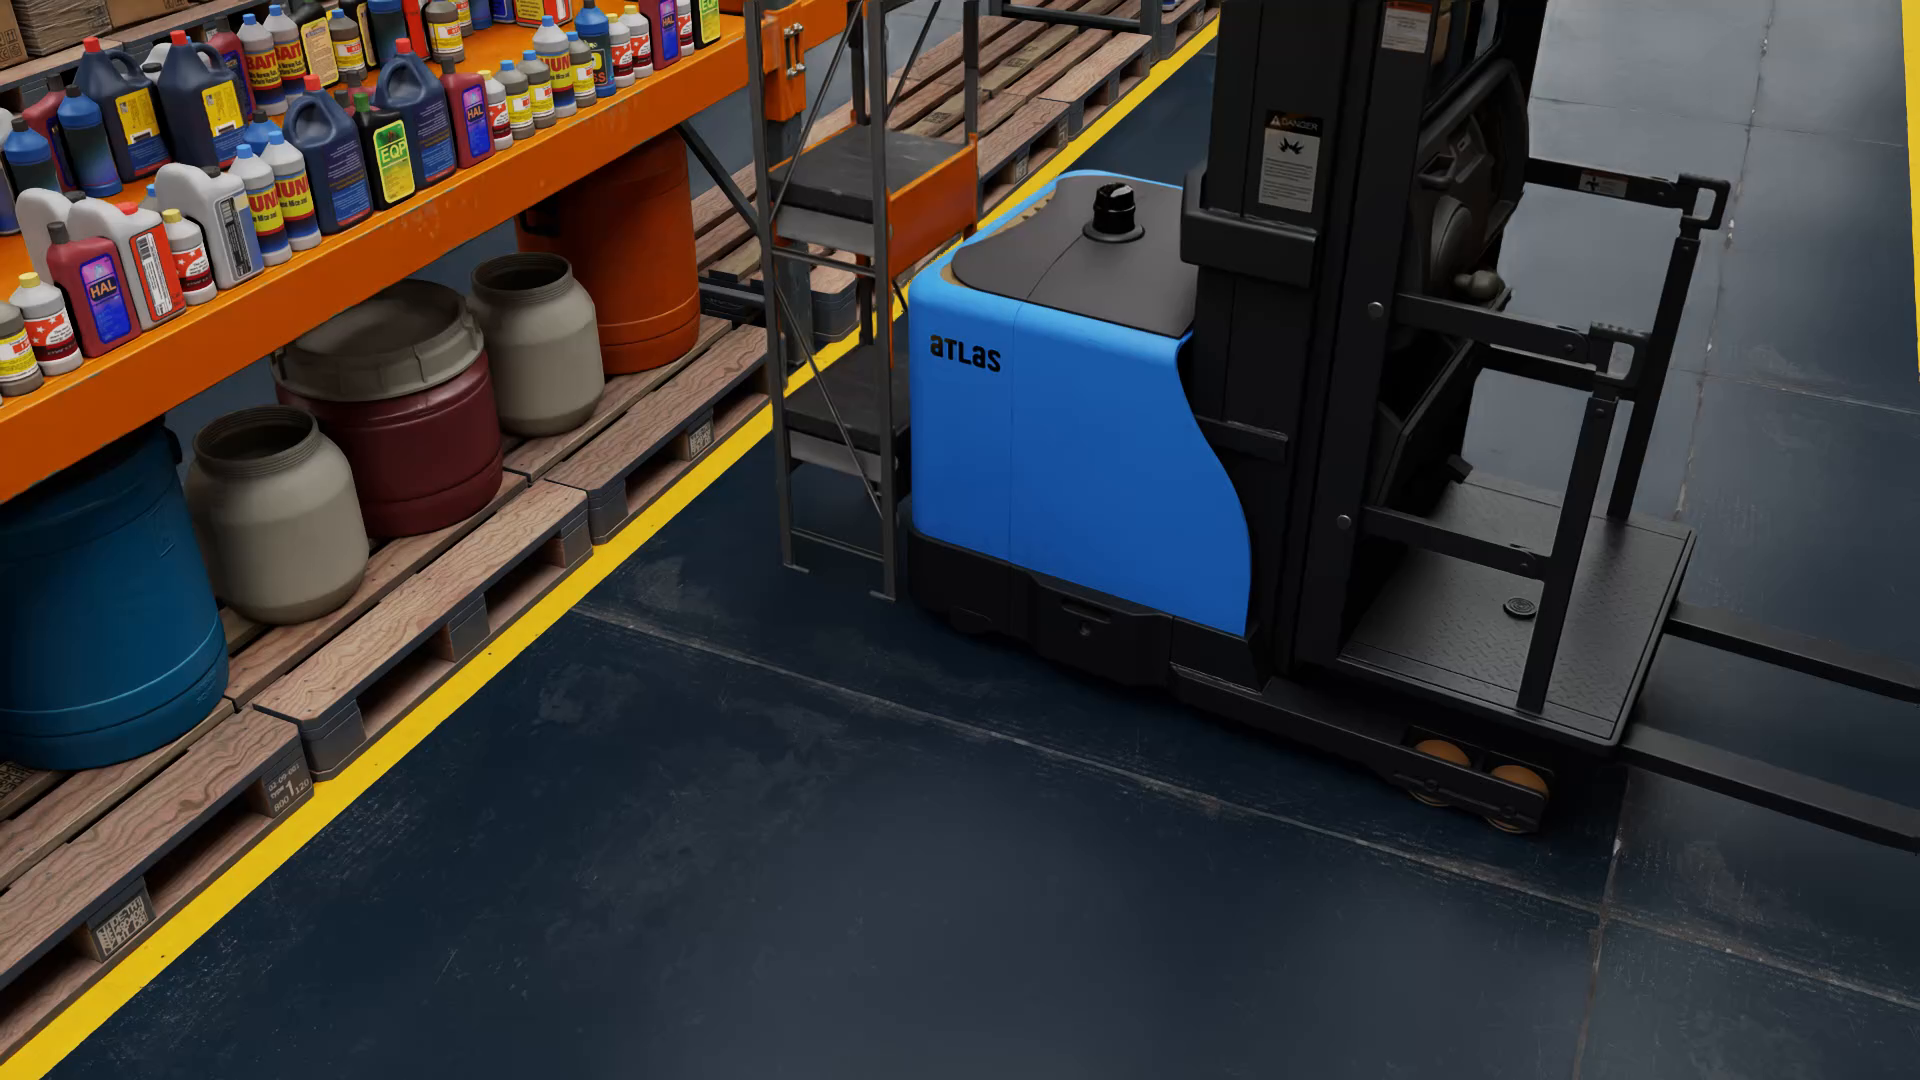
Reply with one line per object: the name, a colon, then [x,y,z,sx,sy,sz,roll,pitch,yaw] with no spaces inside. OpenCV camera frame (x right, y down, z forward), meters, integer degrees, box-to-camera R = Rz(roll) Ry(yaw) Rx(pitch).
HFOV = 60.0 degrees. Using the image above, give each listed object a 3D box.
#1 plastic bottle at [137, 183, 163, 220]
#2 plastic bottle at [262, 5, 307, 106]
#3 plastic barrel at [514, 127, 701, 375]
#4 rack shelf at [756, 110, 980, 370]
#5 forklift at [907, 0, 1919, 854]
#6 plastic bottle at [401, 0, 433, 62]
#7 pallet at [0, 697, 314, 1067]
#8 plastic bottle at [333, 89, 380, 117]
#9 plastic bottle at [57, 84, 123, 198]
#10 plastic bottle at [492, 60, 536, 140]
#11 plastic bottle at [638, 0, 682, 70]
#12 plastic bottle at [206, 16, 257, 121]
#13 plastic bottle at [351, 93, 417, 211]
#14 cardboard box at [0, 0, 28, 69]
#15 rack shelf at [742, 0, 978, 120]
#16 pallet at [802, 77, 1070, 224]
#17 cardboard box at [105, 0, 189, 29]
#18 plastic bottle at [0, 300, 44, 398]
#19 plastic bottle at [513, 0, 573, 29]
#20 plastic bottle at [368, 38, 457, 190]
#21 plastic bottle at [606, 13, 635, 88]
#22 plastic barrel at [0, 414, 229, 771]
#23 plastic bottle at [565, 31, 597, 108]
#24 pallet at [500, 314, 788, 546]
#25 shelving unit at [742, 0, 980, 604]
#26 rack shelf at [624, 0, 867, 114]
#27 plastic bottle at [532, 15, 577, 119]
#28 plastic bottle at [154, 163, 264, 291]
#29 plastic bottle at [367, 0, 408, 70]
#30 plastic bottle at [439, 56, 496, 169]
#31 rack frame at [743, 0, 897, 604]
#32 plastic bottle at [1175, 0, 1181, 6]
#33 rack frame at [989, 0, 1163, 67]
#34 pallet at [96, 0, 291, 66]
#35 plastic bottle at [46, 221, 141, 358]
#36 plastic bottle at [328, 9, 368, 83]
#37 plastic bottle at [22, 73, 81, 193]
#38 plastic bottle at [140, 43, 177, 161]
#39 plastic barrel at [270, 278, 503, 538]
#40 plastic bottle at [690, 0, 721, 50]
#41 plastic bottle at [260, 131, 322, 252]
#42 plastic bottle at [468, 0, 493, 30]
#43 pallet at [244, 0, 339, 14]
plastic bottle: [-1.803,-0.708,3.776,0.097,0.201,0.097,0,33,0]
plastic bottle: [-1.926,-1.386,4.745,0.097,0.271,0.097,0,33,0]
plastic barrel: [-1.221,-1.065,5.735,0.600,0.830,0.708,14,36,20]
rack shelf: [-0.247,-0.849,4.655,0.431,0.518,0.480,17,37,24]
forklift: [1.382,-0.832,3.846,3.031,2.935,1.130,18,37,25]
plastic bottle: [-1.700,-1.621,5.099,0.152,0.276,0.135,14,36,20]
pallet: [-2.345,0.739,3.930,1.003,0.211,1.213,14,36,20]
plastic bottle: [-1.481,-0.982,4.119,0.061,0.283,0.133,14,36,20]
plastic bottle: [-2.183,-1.001,4.158,0.097,0.271,0.097,0,33,0]
plastic bottle: [-1.220,-1.203,4.530,0.097,0.201,0.097,0,33,0]
plastic bottle: [-0.910,-1.581,5.032,0.061,0.283,0.133,14,36,20]
plastic bottle: [-2.032,-1.289,4.587,0.061,0.283,0.133,14,36,20]
plastic bottle: [-1.425,-0.968,4.098,0.061,0.283,0.133,14,36,20]
cardboard box: [-5.269,-2.658,8.446,0.700,0.500,0.500,12,35,18]
rack shelf: [-0.247,-1.435,4.271,0.431,0.518,0.480,17,37,24]
pallet: [-0.161,-1.861,7.895,1.003,0.211,1.213,14,36,20]
cardboard box: [-4.817,-3.221,9.305,0.700,0.500,0.500,17,37,24]
plastic bottle: [-1.899,-0.394,3.297,0.097,0.201,0.097,0,33,0]
plastic bottle: [-1.369,-1.816,5.397,0.152,0.276,0.135,14,36,20]
plastic bottle: [-1.397,-1.085,4.215,0.144,0.351,0.185,14,36,20]
plastic bottle: [-1.016,-1.445,4.900,0.097,0.201,0.097,0,33,0]
plastic barrel: [-2.166,0.030,3.999,0.600,0.901,0.708,14,36,20]
plastic bottle: [-1.098,-1.348,4.752,0.097,0.201,0.097,0,33,0]
pallet: [-1.324,-0.476,5.783,1.003,0.211,1.213,14,36,20]
shelving unit: [-0.247,-0.861,4.648,0.431,2.100,0.503,17,37,24]
rack shelf: [-0.195,-2.740,7.349,1.077,0.370,4.000,14,36,20]
plastic bottle: [-1.138,-1.329,4.659,0.097,0.271,0.097,0,33,0]
plastic bottle: [-1.682,-0.720,3.726,0.152,0.276,0.135,14,36,20]
plastic bottle: [-1.719,-1.553,5.001,0.097,0.271,0.097,0,33,0]
plastic bottle: [-1.292,-1.127,4.340,0.061,0.283,0.133,14,36,20]
rack frame: [-0.366,-0.744,4.469,0.400,2.100,0.015,17,37,24]
plastic bottle: [1.215,-3.159,9.483,0.097,0.201,0.097,0,33,0]
rack frame: [0.641,-4.037,8.670,1.000,3.000,0.127,14,36,20]
pallet: [-4.691,-3.009,9.646,1.003,0.211,1.213,14,36,20]
plastic bottle: [-1.793,-0.530,3.430,0.061,0.283,0.133,14,36,20]
plastic bottle: [-1.830,-1.472,4.940,0.097,0.201,0.097,0,33,0]
plastic bottle: [-2.262,-1.015,4.169,0.061,0.283,0.133,14,36,20]
plastic bottle: [-2.087,-1.160,4.397,0.152,0.276,0.135,14,36,20]
plastic barrel: [-1.694,-0.402,4.943,0.600,0.588,0.708,14,36,20]
plastic bottle: [-0.814,-1.696,5.208,0.061,0.283,0.133,14,36,20]
plastic bottle: [-1.567,-0.818,3.880,0.097,0.271,0.097,0,33,0]
plastic bottle: [-1.580,-1.798,5.373,0.097,0.271,0.097,0,33,0]
pallet: [-4.182,-3.619,10.576,1.003,0.211,1.213,14,36,20]
